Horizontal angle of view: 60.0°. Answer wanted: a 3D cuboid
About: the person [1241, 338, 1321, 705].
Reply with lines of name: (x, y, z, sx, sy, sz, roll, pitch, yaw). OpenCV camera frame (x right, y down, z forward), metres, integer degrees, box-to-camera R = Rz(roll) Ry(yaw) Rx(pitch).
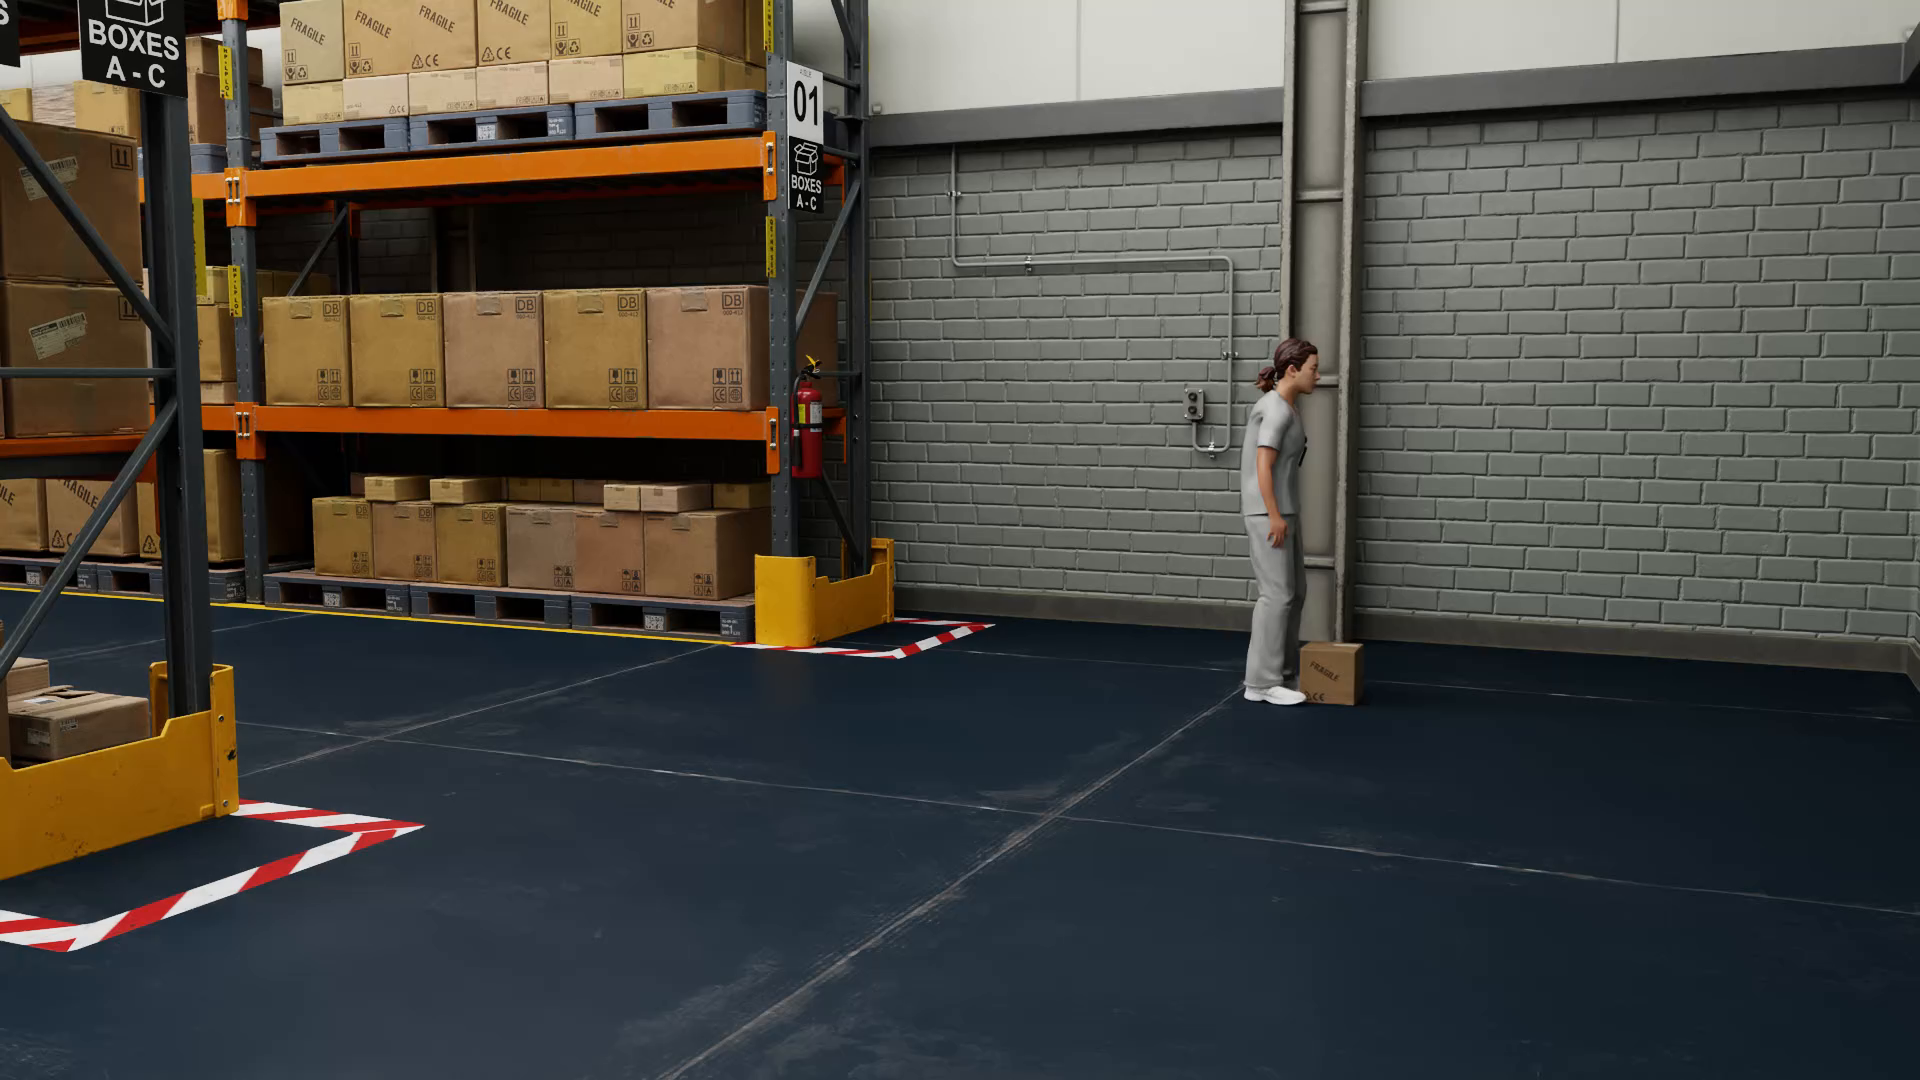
person: (1.494, -0.098, 7.743, 0.364, 1.671, 0.500, 2, 6, 21)
